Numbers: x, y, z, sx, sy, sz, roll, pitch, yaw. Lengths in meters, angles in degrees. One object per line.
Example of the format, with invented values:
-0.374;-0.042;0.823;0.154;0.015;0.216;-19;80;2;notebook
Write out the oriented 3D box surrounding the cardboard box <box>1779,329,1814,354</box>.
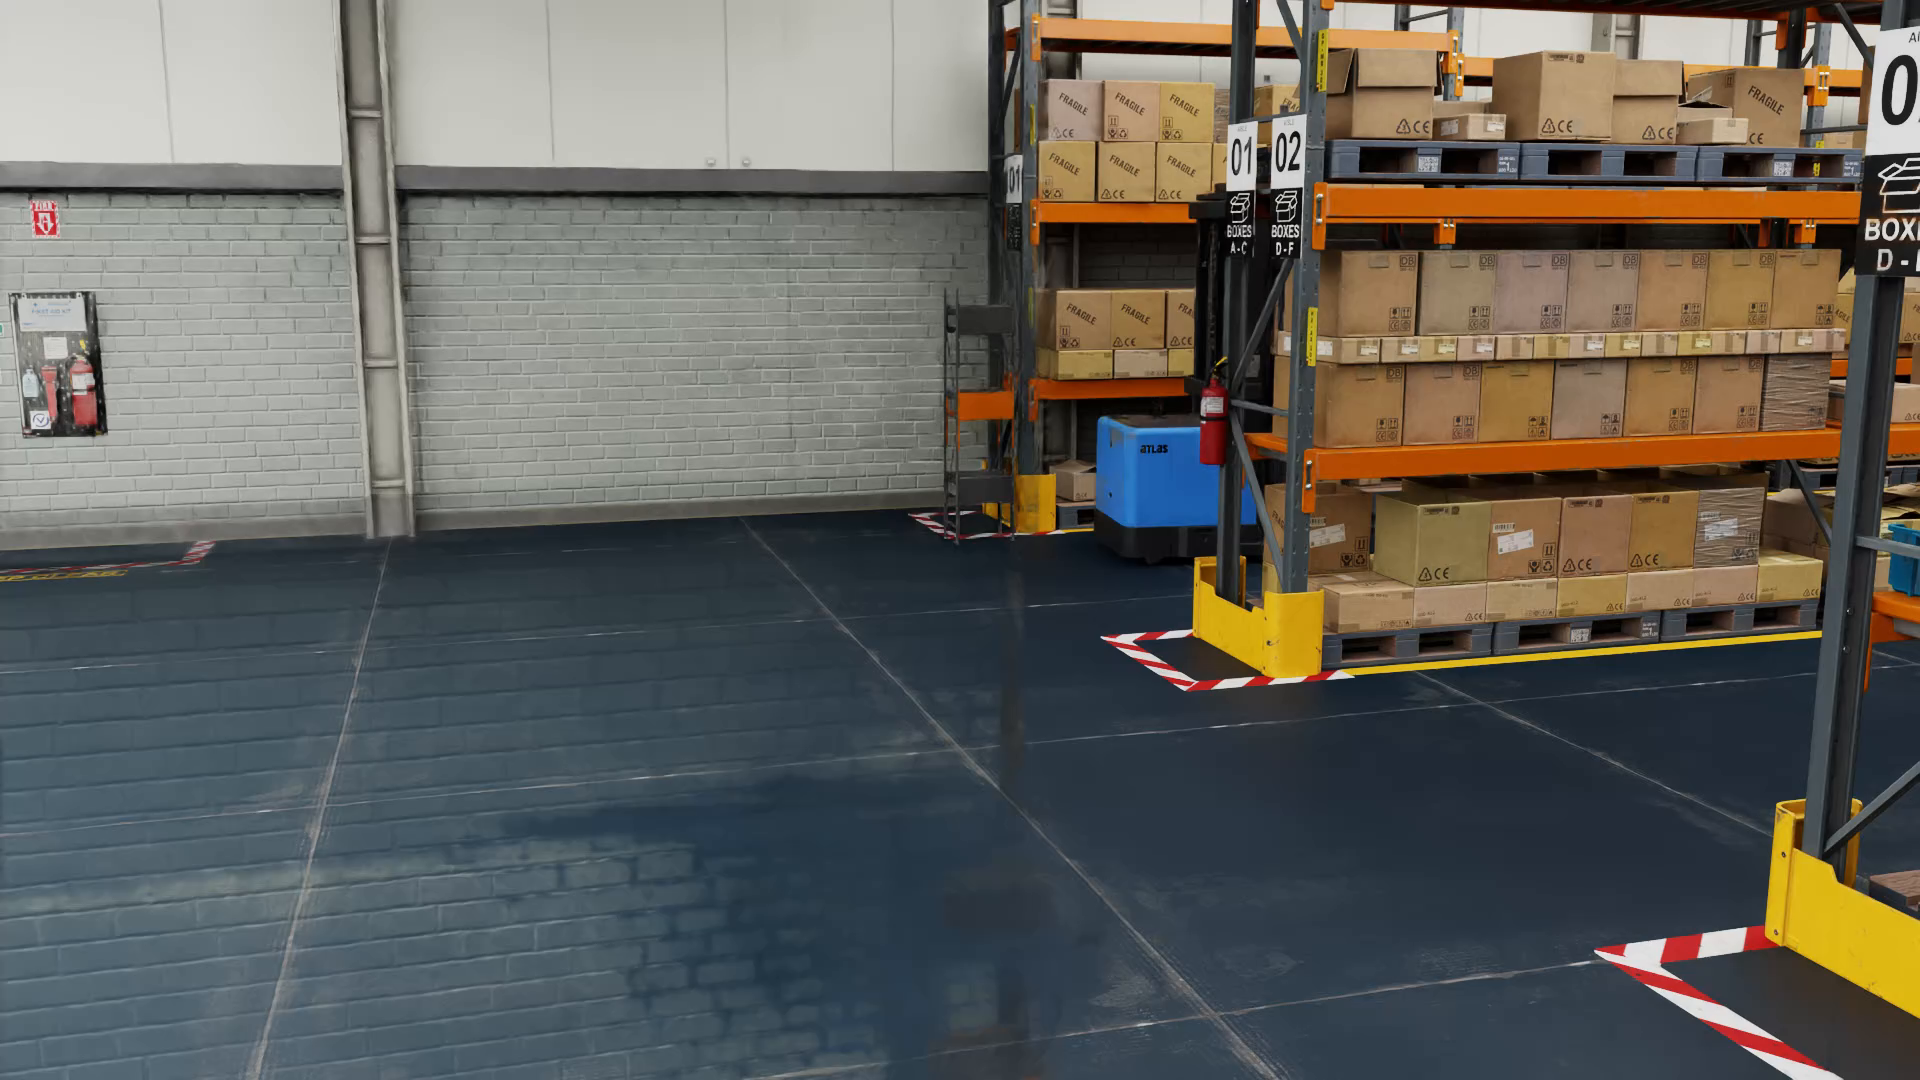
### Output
5.237;-1.286;10.681;0.250;0.149;0.380;-3;11;-17;cardboard box

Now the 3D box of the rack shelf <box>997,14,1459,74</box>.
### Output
2.368;-4.336;14.741;4.000;0.370;1.077;-3;11;-16;rack shelf

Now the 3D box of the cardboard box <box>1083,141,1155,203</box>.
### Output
1.364;-3.168;14.356;0.500;0.500;0.500;-2;11;-12;cardboard box

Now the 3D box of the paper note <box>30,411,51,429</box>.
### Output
-7.456;-0.973;13.482;0.142;0.148;0.016;-3;11;-16;paper note

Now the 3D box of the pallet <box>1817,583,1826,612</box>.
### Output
6.373;0.346;11.584;1.213;0.211;1.003;-3;11;-16;pallet

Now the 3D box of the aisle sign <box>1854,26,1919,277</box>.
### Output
3.064;-1.244;5.339;0.004;0.787;0.394;-3;11;-16;aisle sign

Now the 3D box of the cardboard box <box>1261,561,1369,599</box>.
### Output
2.268;0.288;10.630;0.500;0.250;0.500;-3;11;-16;cardboard box

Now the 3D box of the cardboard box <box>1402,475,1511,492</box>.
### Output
3.223;-0.134;10.853;0.500;0.500;0.500;-3;11;-16;cardboard box

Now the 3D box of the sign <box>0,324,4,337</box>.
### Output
-7.819;-1.670;13.273;0.331;0.109;0.001;-3;11;-16;sign

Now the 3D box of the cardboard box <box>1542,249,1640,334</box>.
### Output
3.806;-1.569;10.424;0.500;0.500;0.700;-3;11;-16;cardboard box

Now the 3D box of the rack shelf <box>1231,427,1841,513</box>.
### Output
3.756;-0.526;10.607;4.000;0.370;1.077;-3;11;-16;rack shelf

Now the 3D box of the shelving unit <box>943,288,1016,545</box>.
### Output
0.159;-1.041;13.902;0.503;2.100;0.431;-3;11;-16;shelving unit

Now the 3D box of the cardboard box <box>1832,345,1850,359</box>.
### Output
8.754;-1.919;16.822;0.250;0.149;0.380;-3;11;-15;cardboard box

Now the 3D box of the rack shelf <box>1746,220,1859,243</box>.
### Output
10.049;-3.267;17.211;4.000;0.370;1.077;-3;11;-16;rack shelf

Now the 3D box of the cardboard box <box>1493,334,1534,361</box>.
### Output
3.263;-1.182;10.114;0.250;0.149;0.380;-3;11;-18;cardboard box

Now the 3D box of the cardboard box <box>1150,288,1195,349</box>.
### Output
1.965;-1.965;14.723;0.500;0.500;0.500;-3;11;-18;cardboard box

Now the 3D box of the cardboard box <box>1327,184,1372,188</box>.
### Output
3.383;-3.285;14.987;0.500;0.500;0.500;-4;11;-21;cardboard box

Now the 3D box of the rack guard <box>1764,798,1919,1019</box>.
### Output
3.276;1.300;5.606;0.348;0.500;1.175;-3;11;-16;rack guard

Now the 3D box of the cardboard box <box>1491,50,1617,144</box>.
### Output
3.507;-2.615;9.859;0.500;0.500;0.500;-3;11;-16;cardboard box

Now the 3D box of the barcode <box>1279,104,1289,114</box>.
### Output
1.991;-2.639;10.207;0.075;0.075;0.001;-3;11;-16;barcode

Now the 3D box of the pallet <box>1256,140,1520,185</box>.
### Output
2.522;-2.242;9.899;1.213;0.211;1.003;-3;11;-16;pallet

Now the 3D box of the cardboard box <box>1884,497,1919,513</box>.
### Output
6.625;-0.113;11.263;0.500;0.311;0.500;-3;11;-17;cardboard box

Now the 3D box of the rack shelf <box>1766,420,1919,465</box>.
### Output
7.596;-0.729;11.707;4.000;0.370;1.077;-3;11;-16;rack shelf

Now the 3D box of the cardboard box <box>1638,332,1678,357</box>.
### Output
4.255;-1.234;10.400;0.250;0.149;0.380;-3;11;-14;cardboard box

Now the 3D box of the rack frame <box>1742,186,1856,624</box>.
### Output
5.676;-0.981;11.092;0.127;3.000;1.000;-3;11;-16;rack frame

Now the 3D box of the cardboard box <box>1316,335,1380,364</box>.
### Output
2.273;-1.129;9.829;0.250;0.149;0.380;-3;11;-16;cardboard box

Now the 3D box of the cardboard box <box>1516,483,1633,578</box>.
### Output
3.854;-0.066;10.483;0.500;0.500;0.500;-3;11;-16;cardboard box

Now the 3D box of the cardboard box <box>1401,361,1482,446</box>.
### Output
2.790;-0.877;10.249;0.500;0.500;0.700;-3;11;-14;cardboard box

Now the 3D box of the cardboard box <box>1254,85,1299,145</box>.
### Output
2.861;-3.738;14.688;0.500;0.500;0.500;-3;11;-18;cardboard box

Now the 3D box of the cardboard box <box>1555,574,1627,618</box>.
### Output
3.853;0.303;10.551;0.500;0.250;0.500;-3;11;-16;cardboard box

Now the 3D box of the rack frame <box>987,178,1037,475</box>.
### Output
0.447;-1.640;14.669;0.127;3.000;1.000;-3;11;-16;rack frame

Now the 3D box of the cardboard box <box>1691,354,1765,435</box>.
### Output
4.747;-0.979;10.804;0.500;0.500;0.700;-3;11;-17;cardboard box

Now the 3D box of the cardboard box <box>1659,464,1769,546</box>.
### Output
5.143;-0.235;11.403;0.500;0.500;0.500;-3;11;-16;cardboard box

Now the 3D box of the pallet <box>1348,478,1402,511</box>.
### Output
3.653;-0.431;15.803;1.213;0.211;1.003;-3;11;-16;pallet

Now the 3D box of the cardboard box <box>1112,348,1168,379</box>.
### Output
1.499;-1.574;14.671;0.500;0.250;0.500;-3;11;-18;cardboard box

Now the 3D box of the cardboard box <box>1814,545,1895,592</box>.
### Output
6.133;0.187;11.180;0.500;0.250;0.500;-3;11;-17;cardboard box

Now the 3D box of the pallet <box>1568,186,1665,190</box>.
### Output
5.905;-3.291;15.871;1.003;0.211;1.213;-3;11;-16;pallet

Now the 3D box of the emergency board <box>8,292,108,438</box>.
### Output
-7.266;-1.404;13.386;0.643;1.169;0.194;-3;11;-16;emergency board

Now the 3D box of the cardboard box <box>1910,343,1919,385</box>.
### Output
6.924;-1.093;11.423;0.500;0.500;0.500;-2;11;-12;cardboard box

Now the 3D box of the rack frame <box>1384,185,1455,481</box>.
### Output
4.288;-1.842;15.769;0.127;3.000;1.000;-3;11;-16;rack frame

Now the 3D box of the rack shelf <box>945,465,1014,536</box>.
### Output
0.159;-0.339;14.031;0.480;0.518;0.431;-3;11;-16;rack shelf

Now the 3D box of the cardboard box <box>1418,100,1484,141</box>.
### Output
2.868;-2.560;10.249;0.500;0.250;0.500;-3;11;-16;cardboard box

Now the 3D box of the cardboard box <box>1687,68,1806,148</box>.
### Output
5.119;-2.801;10.871;0.500;0.500;0.500;-2;11;-11;cardboard box

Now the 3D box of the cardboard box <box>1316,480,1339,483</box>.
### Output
3.303;-0.770;15.632;0.500;0.500;0.500;-4;11;-20;cardboard box

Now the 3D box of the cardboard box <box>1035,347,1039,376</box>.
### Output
0.842;-1.633;14.992;0.500;0.250;0.500;-3;11;-15;cardboard box

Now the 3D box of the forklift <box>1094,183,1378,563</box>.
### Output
2.677;-1.365;13.366;3.031;2.935;1.130;-2;11;-9;forklift

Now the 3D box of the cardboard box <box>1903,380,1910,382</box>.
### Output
10.529;-1.295;17.576;0.750;0.750;0.750;-3;11;-14;cardboard box

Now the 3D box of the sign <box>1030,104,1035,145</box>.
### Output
0.599;-3.451;13.806;0.005;0.325;0.100;-3;11;-16;sign

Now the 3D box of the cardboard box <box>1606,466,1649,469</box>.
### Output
6.456;-0.950;16.612;0.500;0.500;0.700;-3;11;-16;cardboard box

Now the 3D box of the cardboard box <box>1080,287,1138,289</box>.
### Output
1.327;-2.029;15.072;0.500;0.500;0.500;-3;11;-15;cardboard box
